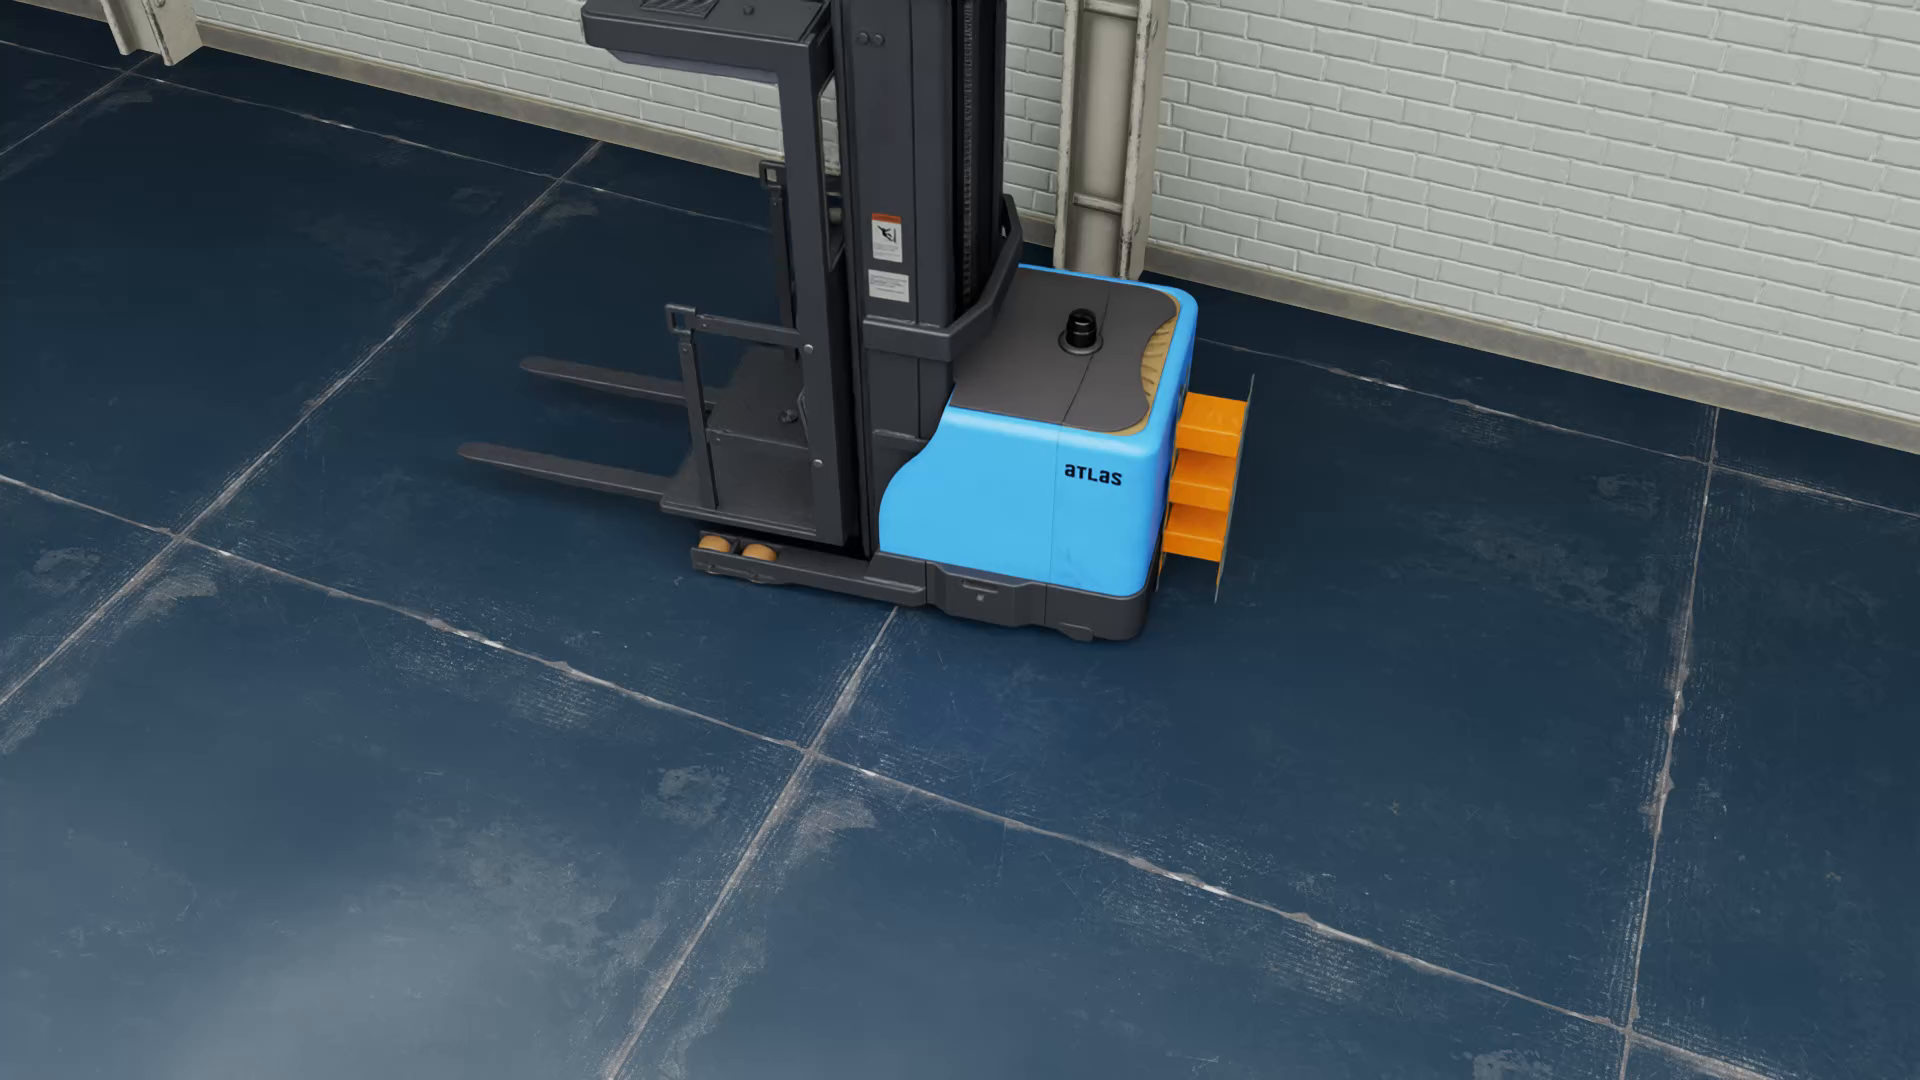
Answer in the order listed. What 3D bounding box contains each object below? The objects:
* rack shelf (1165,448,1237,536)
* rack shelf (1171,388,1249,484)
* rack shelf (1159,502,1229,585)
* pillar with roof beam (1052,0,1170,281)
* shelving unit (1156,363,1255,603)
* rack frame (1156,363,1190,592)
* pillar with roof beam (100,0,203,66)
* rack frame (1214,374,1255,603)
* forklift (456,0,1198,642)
[{"bbox_3d":[0.956,-0.197,6.558,0.240,0.259,0.215,11,46,11],"label":"rack shelf"},{"bbox_3d":[0.956,-0.399,6.358,0.240,0.259,0.215,11,46,11],"label":"rack shelf"},{"bbox_3d":[0.956,0.000,6.754,0.240,0.259,0.215,11,46,11],"label":"rack shelf"},{"bbox_3d":[-0.953,-1.743,2.461,0.400,9.000,9.100,16,47,16],"label":"pillar with roof beam"},{"bbox_3d":[0.956,-0.205,6.551,0.252,1.050,0.215,11,46,11],"label":"shelving unit"},{"bbox_3d":[0.838,-0.227,6.573,0.008,1.050,0.200,11,46,11],"label":"rack frame"},{"bbox_3d":[-6.491,-3.372,4.098,0.400,9.000,9.100,16,47,16],"label":"pillar with roof beam"},{"bbox_3d":[1.074,-0.182,6.528,0.008,1.050,0.200,11,46,11],"label":"rack frame"},{"bbox_3d":[-0.622,-1.208,6.225,3.031,2.935,1.130,11,46,11],"label":"forklift"}]
